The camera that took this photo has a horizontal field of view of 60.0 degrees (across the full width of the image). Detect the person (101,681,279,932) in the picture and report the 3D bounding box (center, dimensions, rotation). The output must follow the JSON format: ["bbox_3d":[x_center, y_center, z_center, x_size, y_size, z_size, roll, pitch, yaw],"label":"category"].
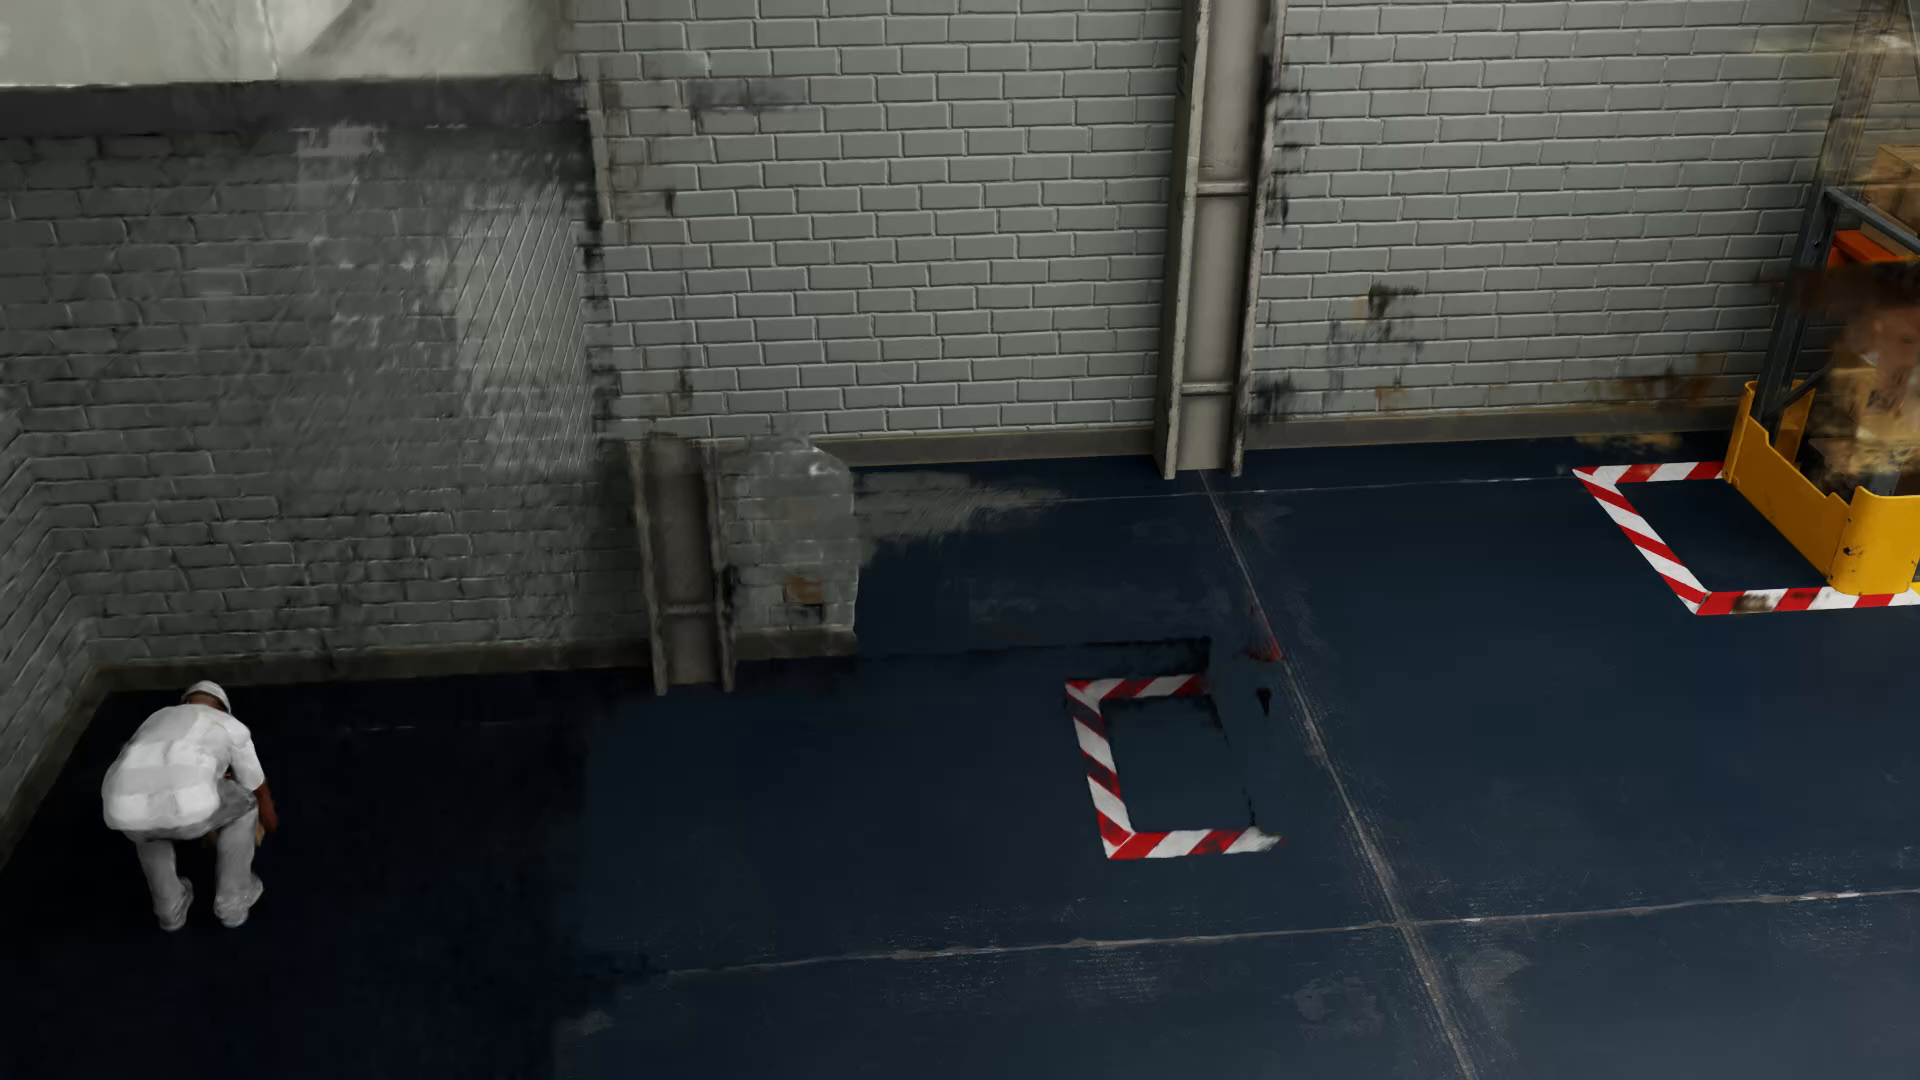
[{"bbox_3d":[-0.674,0.002,6.940,0.510,0.915,0.976,-4,31,-7],"label":"person"}]
